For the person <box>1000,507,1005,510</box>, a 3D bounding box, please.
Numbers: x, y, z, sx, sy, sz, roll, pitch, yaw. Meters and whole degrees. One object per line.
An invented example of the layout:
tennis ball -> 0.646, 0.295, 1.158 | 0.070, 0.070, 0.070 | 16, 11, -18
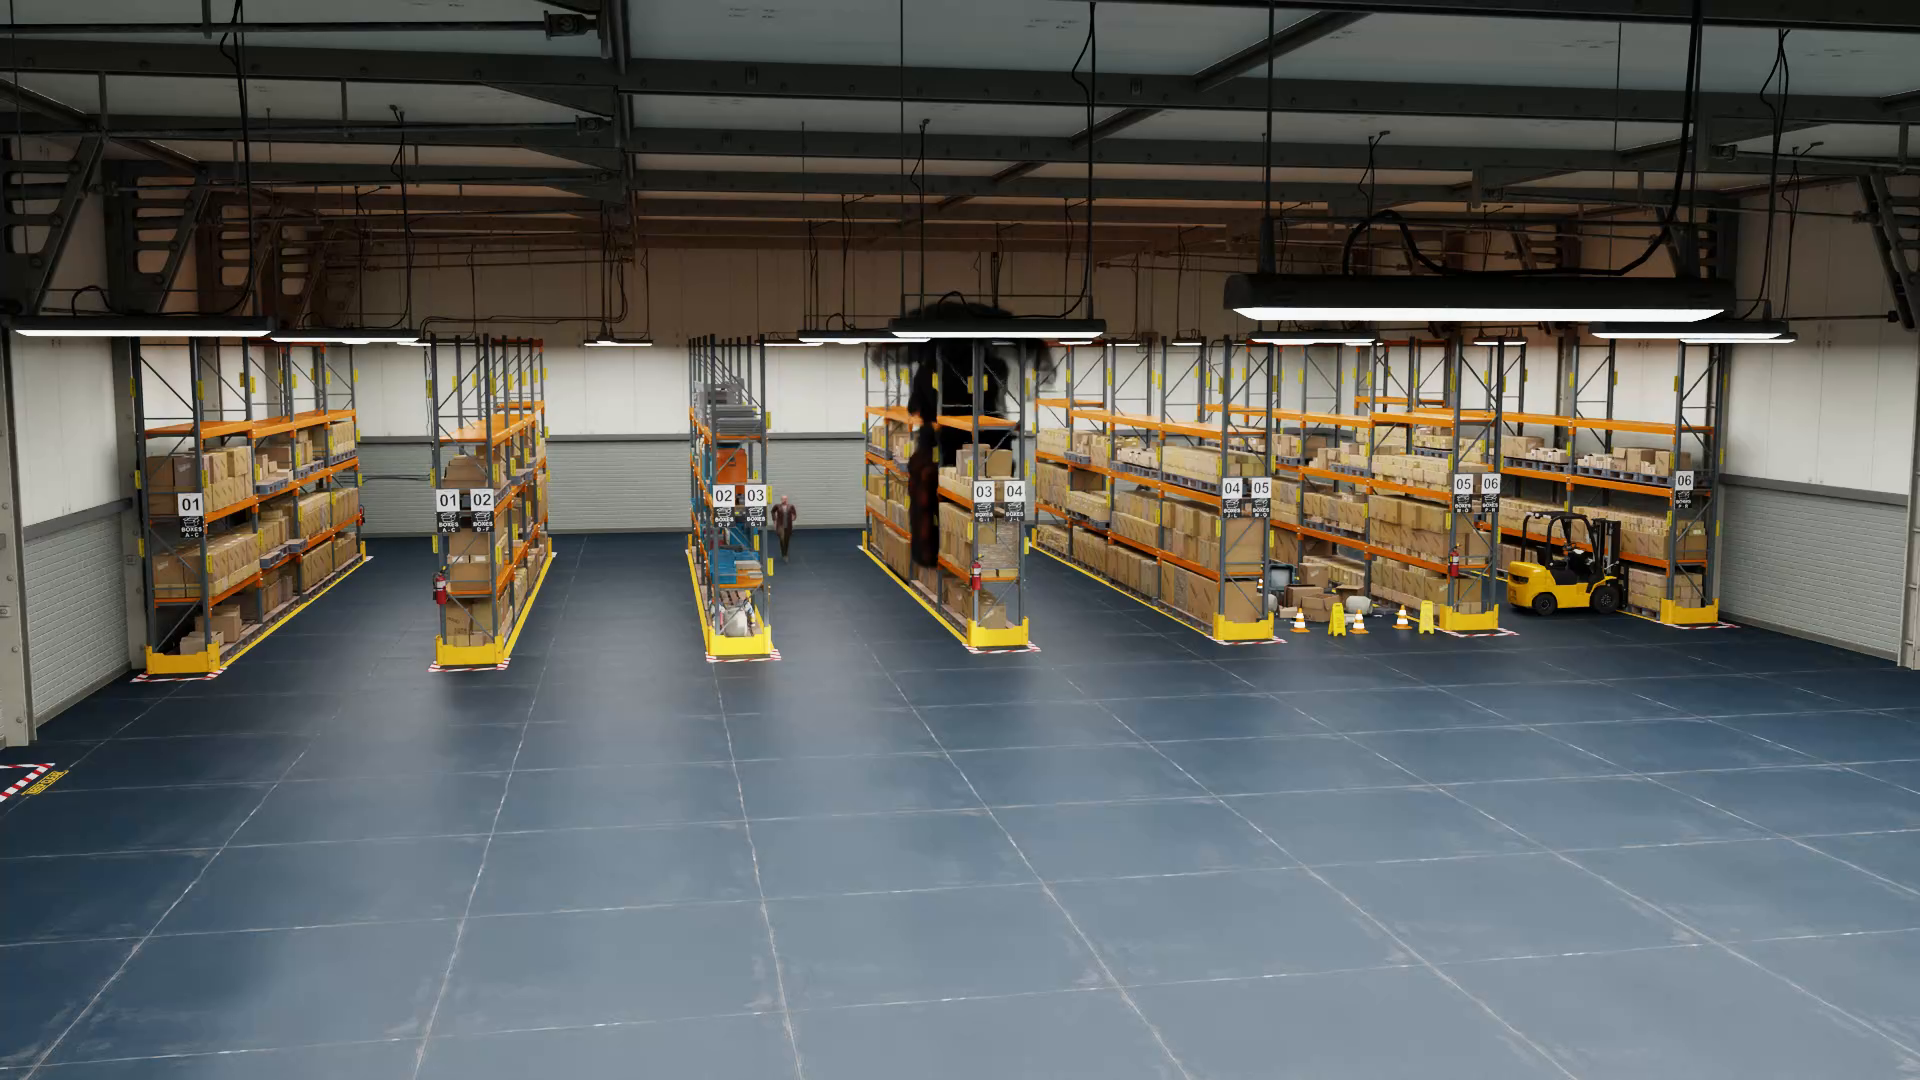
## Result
person -> 1.333, -0.722, 49.549 | 0.598, 1.575, 0.725 | -2, 7, -16

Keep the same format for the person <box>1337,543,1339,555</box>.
person -> 10.019, -0.191, 44.338 | 0.670, 1.679, 0.731 | -1, 7, -12

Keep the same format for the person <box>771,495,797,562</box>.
person -> -4.779, -0.316, 45.268 | 0.670, 1.743, 0.998 | -2, 7, -17

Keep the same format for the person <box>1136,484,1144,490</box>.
person -> 5.593, -0.909, 50.621 | 0.807, 1.736, 0.575 | 0, 7, 0
